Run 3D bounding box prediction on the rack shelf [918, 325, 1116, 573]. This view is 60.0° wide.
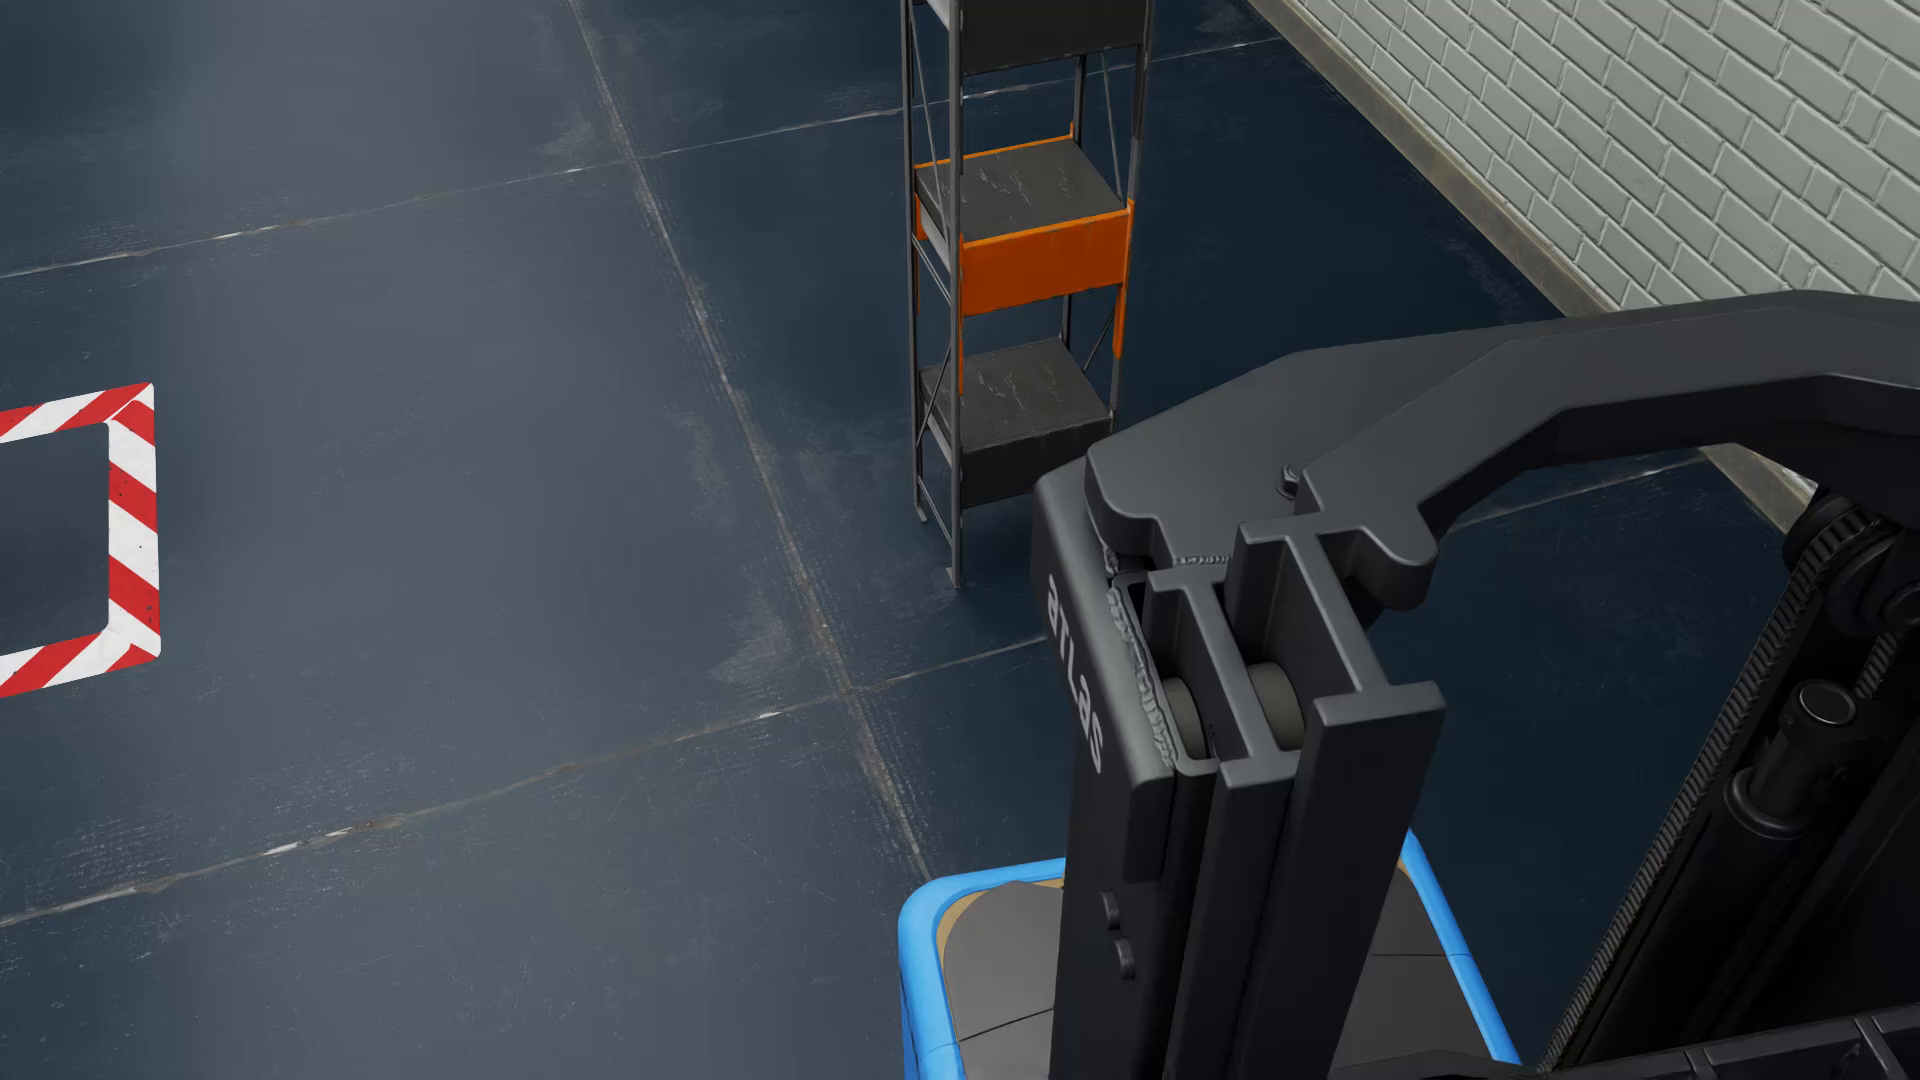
[{"bbox_3d":[0.156,-0.277,5.051,0.480,0.518,0.431,-14,47,-14],"label":"rack shelf"}]

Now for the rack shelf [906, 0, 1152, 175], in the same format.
[{"bbox_3d":[0.156,-1.266,4.060,0.480,0.518,0.431,-14,47,-14],"label":"rack shelf"}]

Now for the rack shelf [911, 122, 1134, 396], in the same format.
[{"bbox_3d":[0.156,-0.771,4.556,0.480,0.518,0.431,-14,47,-14],"label":"rack shelf"}]

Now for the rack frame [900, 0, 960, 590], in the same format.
[{"bbox_3d":[-0.074,-0.722,4.487,0.015,2.100,0.400,-14,47,-14],"label":"rack frame"}]

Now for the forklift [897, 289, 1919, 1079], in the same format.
[{"bbox_3d":[0.651,1.327,1.858,1.130,2.935,3.031,-8,46,-8],"label":"forklift"}]

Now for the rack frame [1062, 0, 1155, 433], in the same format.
[{"bbox_3d":[0.385,-0.840,4.604,0.015,2.100,0.400,-14,47,-14],"label":"rack frame"}]

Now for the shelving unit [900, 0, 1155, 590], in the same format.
[{"bbox_3d":[0.156,-0.781,4.546,0.503,2.100,0.431,-14,47,-14],"label":"shelving unit"}]
